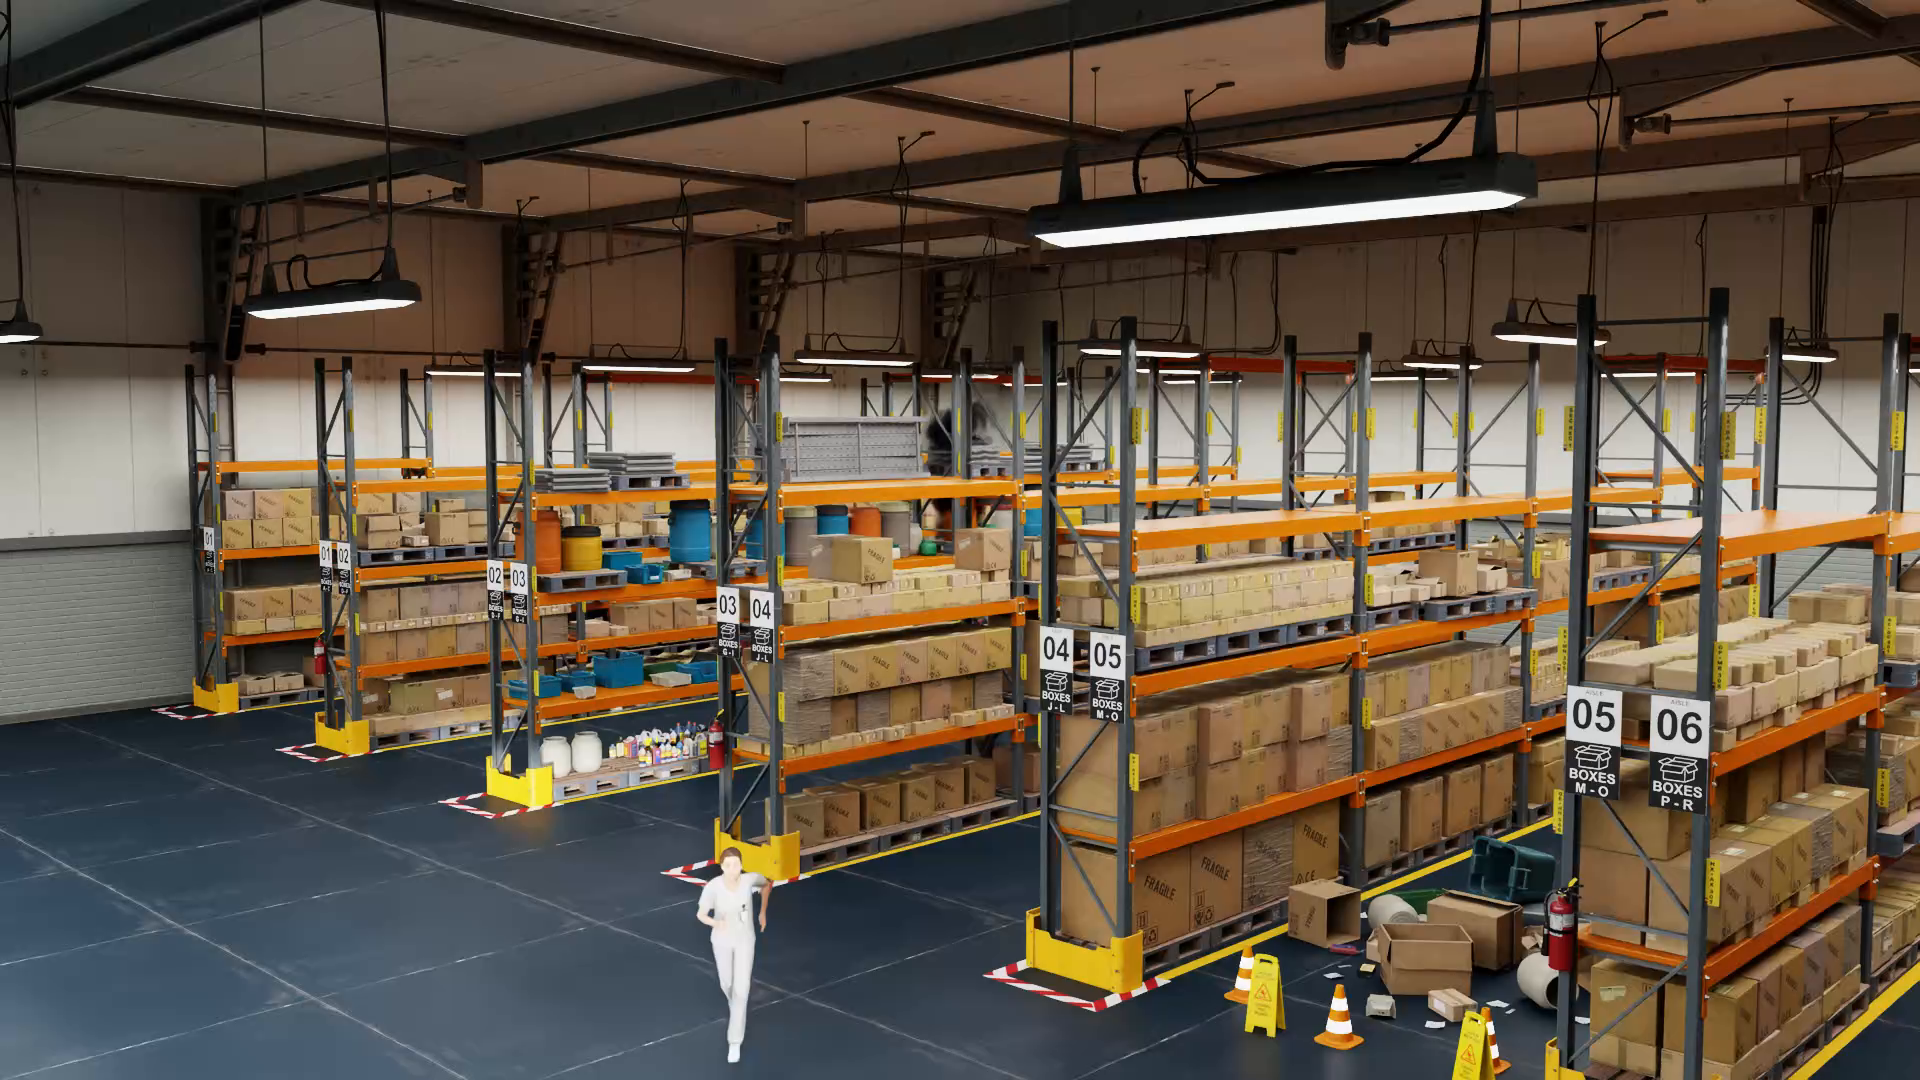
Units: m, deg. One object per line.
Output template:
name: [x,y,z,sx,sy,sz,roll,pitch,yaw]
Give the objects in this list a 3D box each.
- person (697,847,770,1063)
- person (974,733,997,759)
person: [-1.845,3.317,13.601,0.579,1.715,0.902,0,4,-5]
person: [0.338,2.485,23.591,0.698,1.724,0.633,4,6,40]
